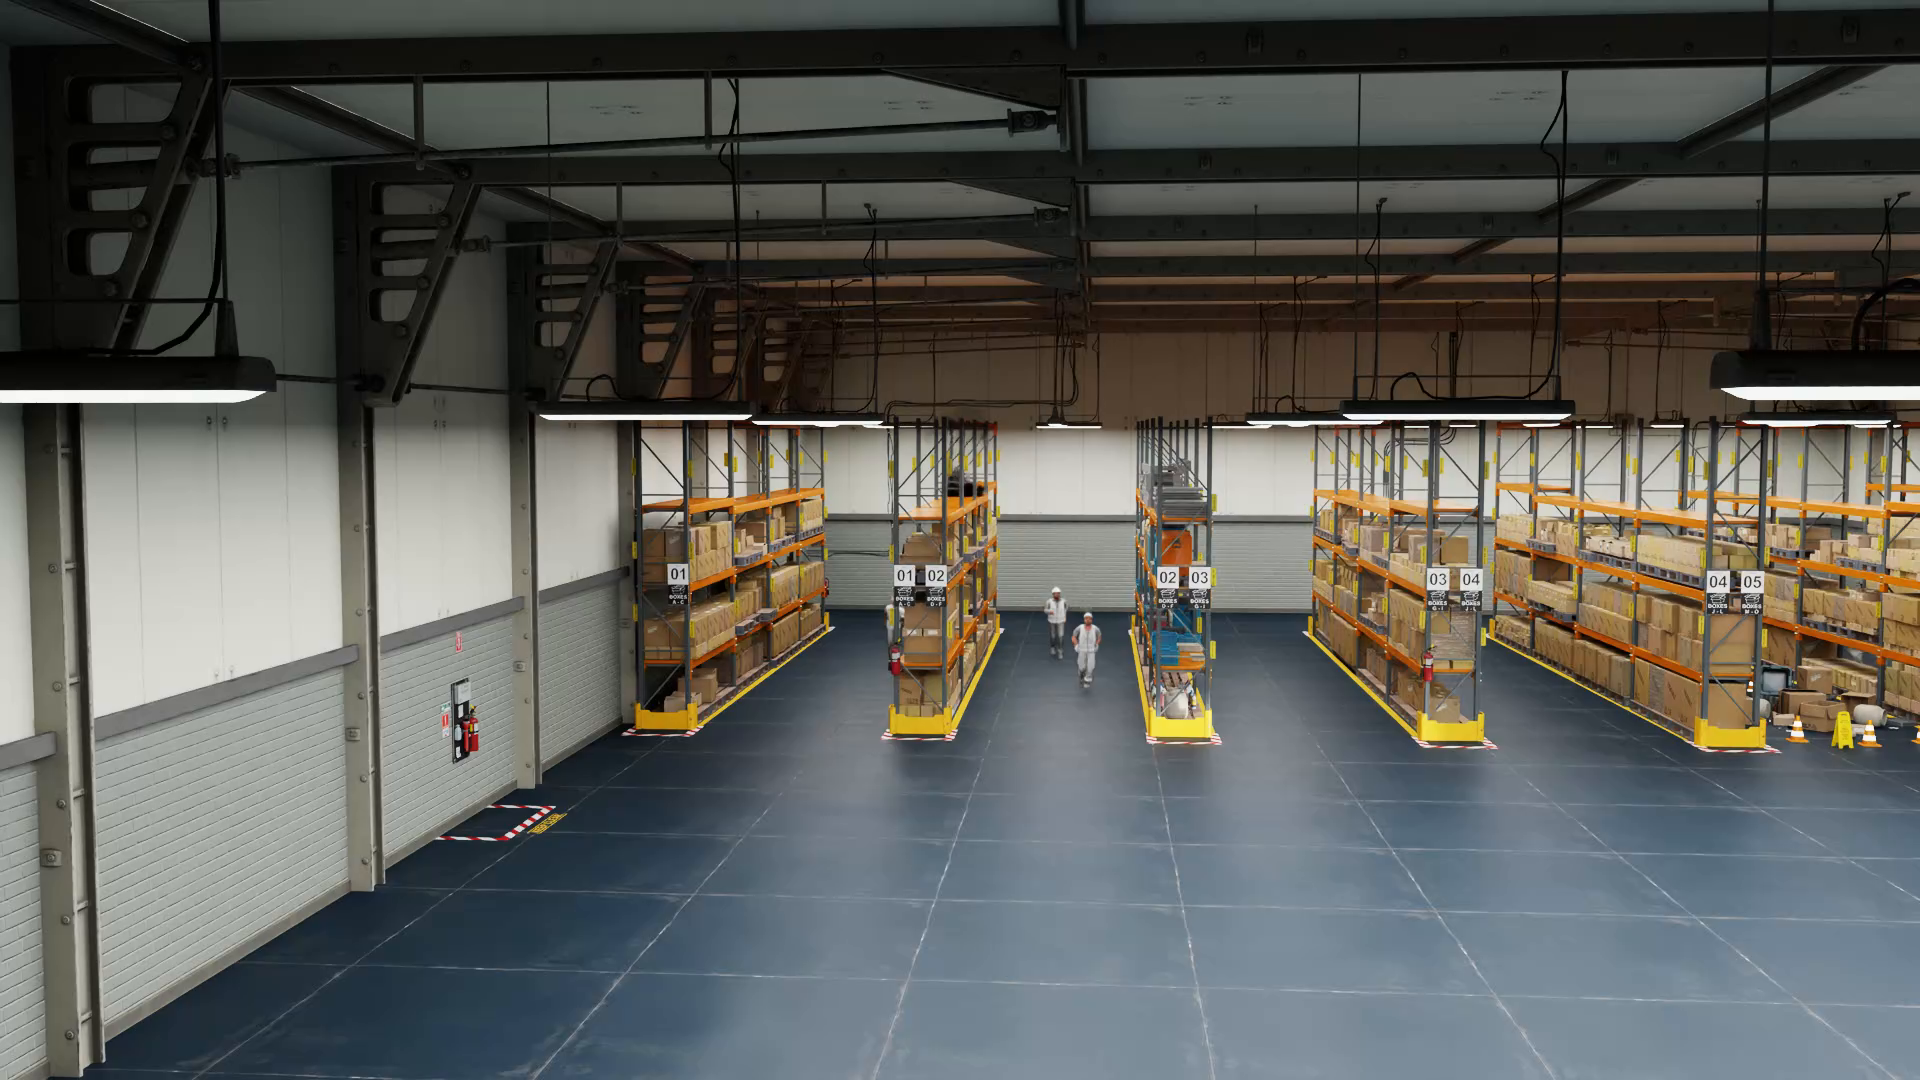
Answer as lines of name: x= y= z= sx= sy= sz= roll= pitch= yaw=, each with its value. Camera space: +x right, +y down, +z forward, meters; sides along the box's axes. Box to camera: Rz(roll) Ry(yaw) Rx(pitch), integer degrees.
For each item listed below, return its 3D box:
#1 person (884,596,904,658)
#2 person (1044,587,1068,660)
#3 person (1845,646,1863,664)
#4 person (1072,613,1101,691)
person: x=-1.601 y=2.210 z=41.085 sx=0.600 sy=1.736 sz=0.849 roll=1 pitch=4 yaw=10
person: x=2.425 y=2.084 z=42.053 sx=0.610 sy=1.805 sz=0.889 roll=0 pitch=4 yaw=2
person: x=21.380 y=2.374 z=39.620 sx=0.707 sy=1.536 sz=0.566 roll=0 pitch=4 yaw=4
person: x=2.786 y=2.462 z=36.437 sx=0.634 sy=1.739 sz=0.570 roll=0 pitch=4 yaw=1
